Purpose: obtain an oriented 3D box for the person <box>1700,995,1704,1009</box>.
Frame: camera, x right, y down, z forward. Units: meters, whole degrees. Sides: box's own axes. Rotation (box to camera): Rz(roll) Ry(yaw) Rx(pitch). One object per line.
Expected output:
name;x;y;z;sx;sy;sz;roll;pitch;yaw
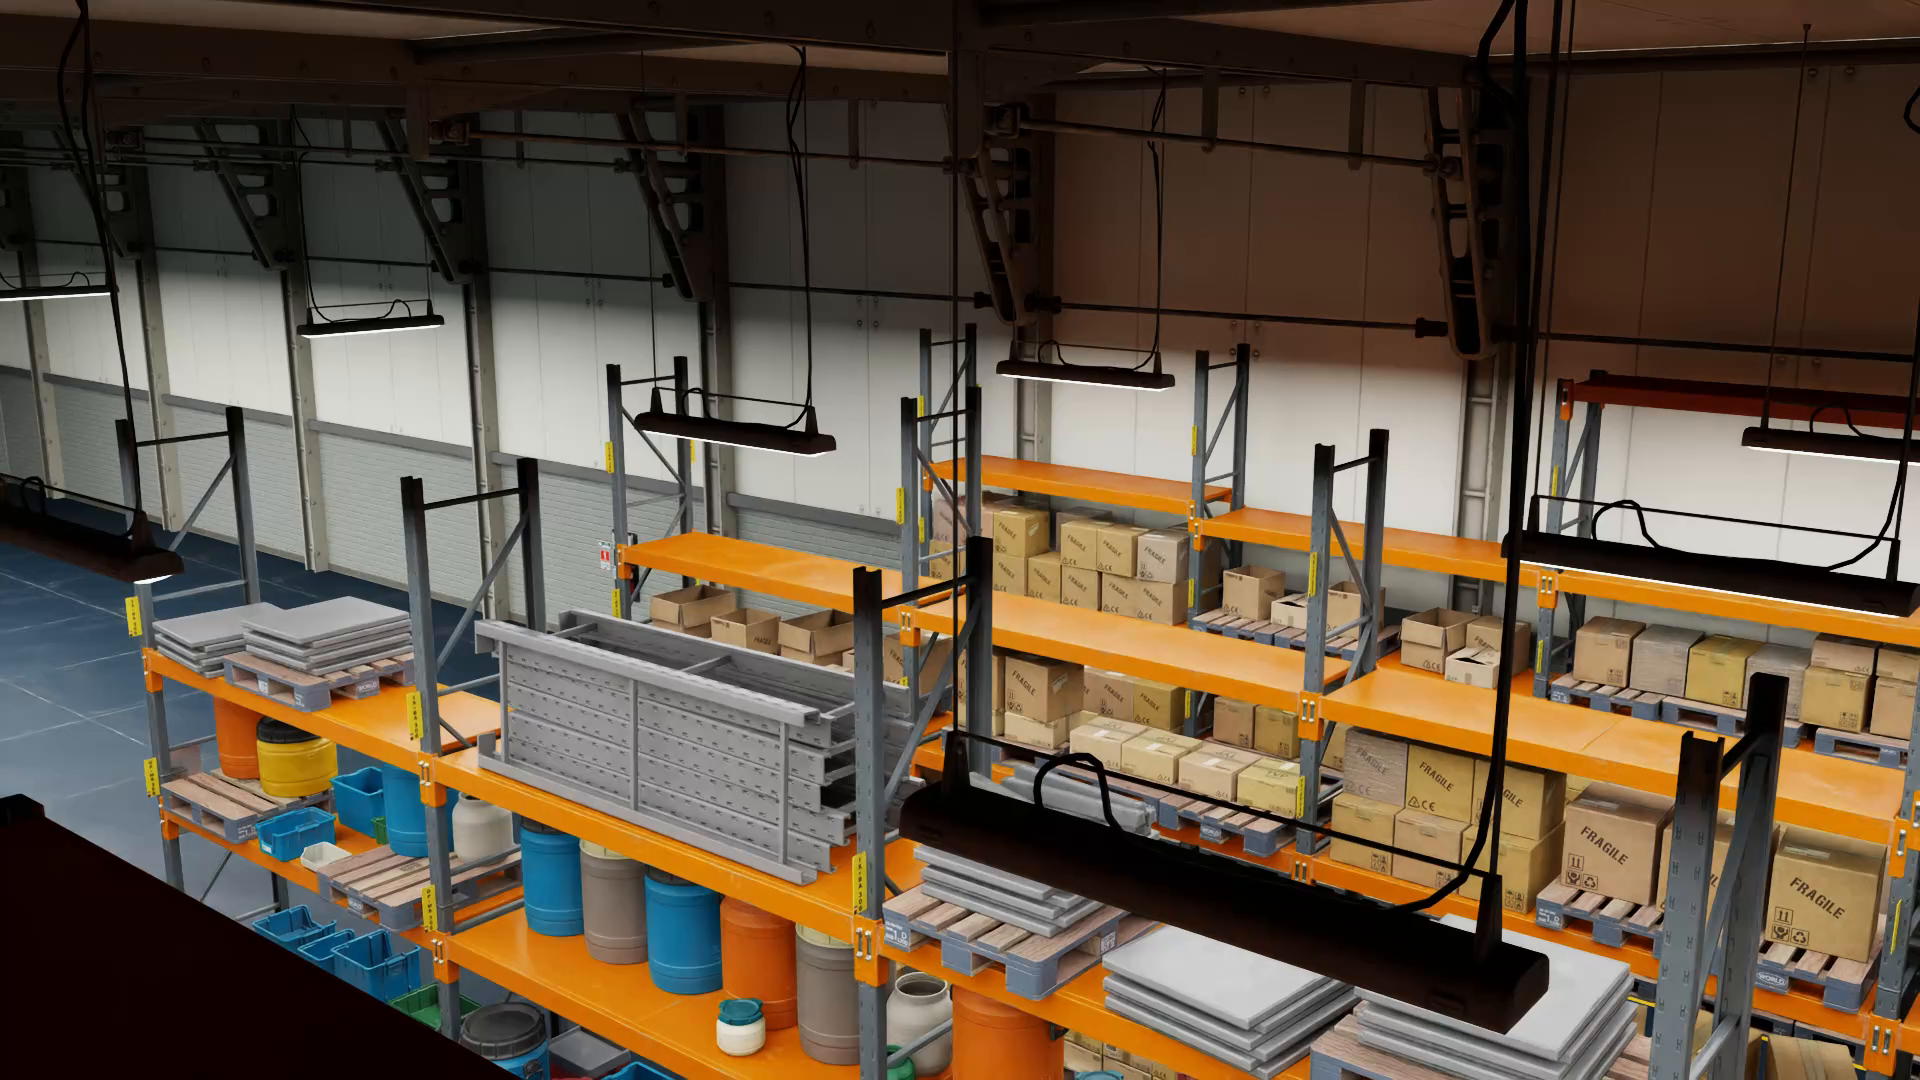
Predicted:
person;6.189;4.174;14.051;0.857;1.602;0.485;9;16;36
